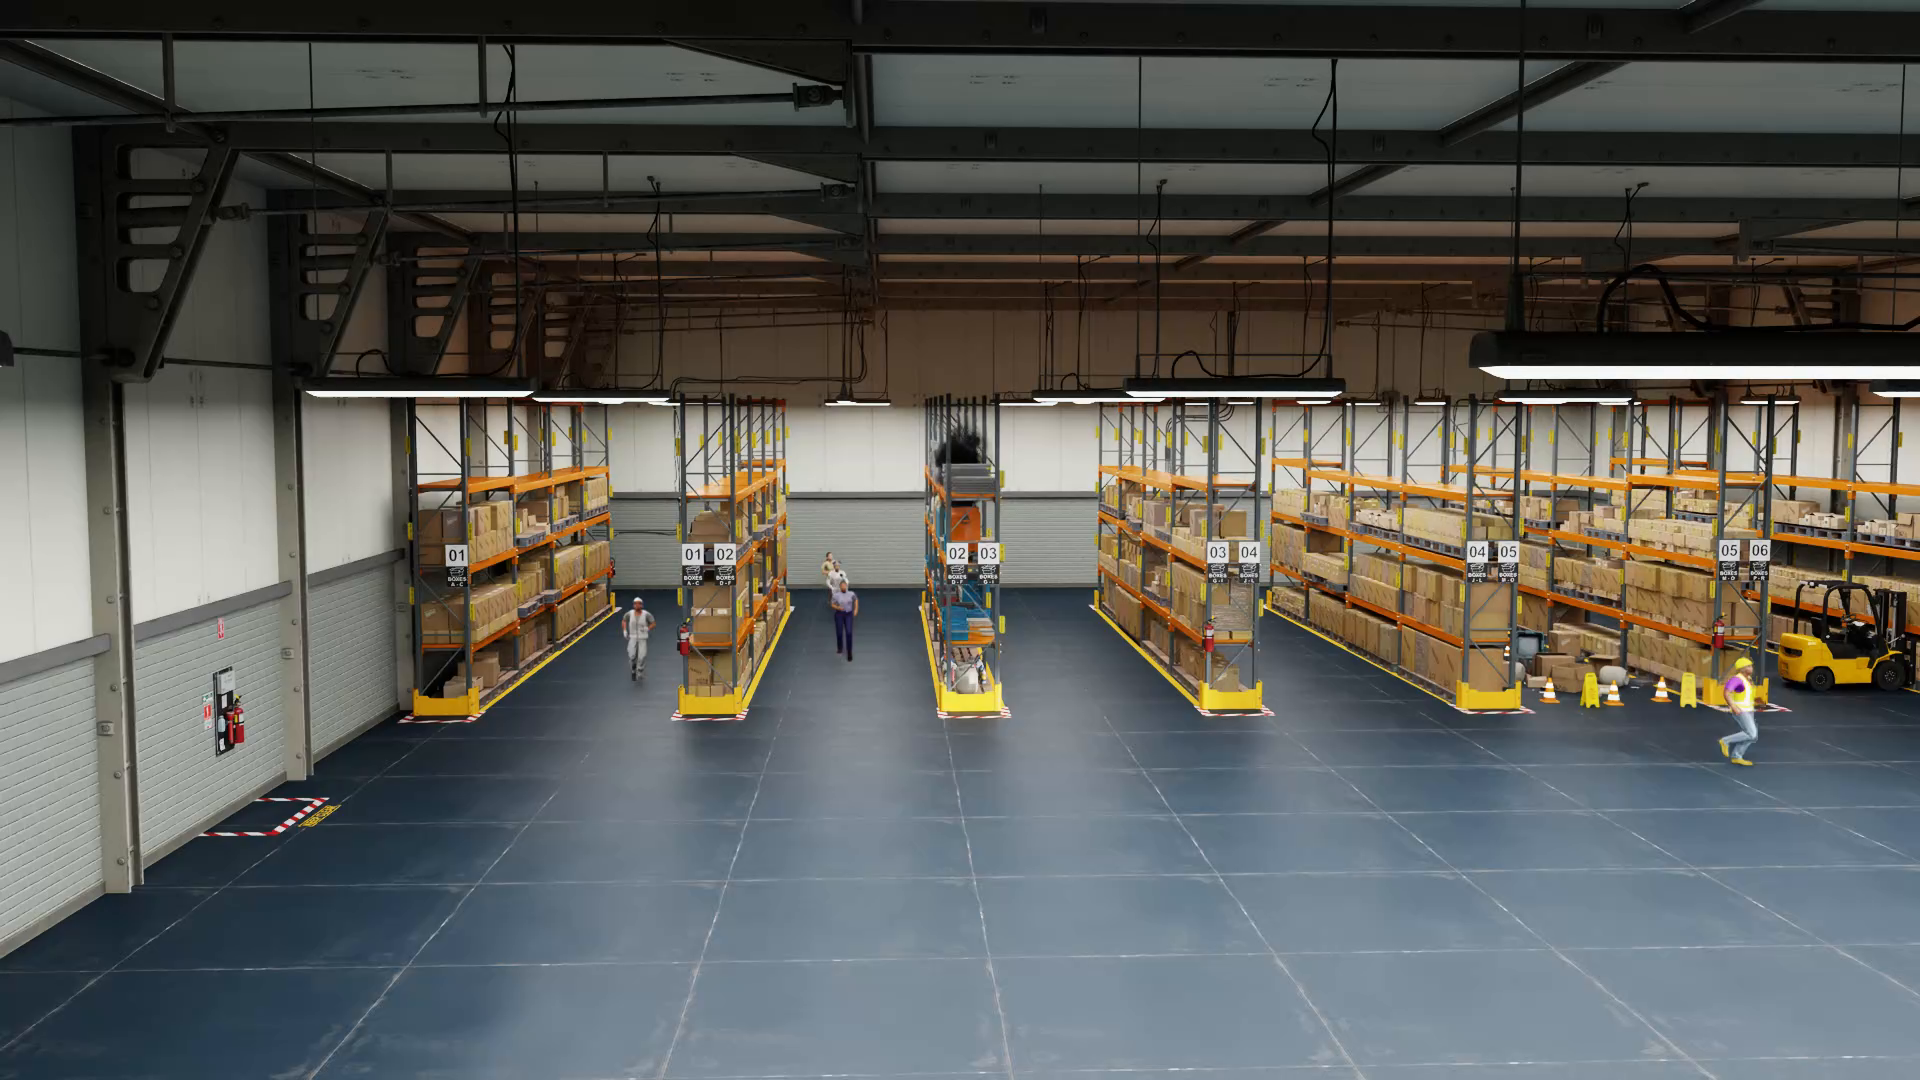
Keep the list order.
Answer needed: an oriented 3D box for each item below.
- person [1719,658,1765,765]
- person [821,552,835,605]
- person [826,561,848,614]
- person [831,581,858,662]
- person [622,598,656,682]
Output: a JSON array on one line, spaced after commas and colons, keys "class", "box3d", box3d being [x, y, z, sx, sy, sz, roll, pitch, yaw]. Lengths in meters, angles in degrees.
[{"class": "person", "box3d": [12.574, 2.753, 26.733, 0.594, 1.727, 0.730, 4, 6, 43]}, {"class": "person", "box3d": [-3.693, 1.164, 47.364, 0.609, 1.650, 0.917, -3, 5, -31]}, {"class": "person", "box3d": [-3.311, 1.371, 44.868, 0.590, 1.646, 0.584, -1, 5, -10]}, {"class": "person", "box3d": [-2.544, 1.777, 36.634, 0.617, 1.779, 0.702, -1, 5, -8]}, {"class": "person", "box3d": [-6.718, 2.085, 34.763, 0.719, 1.767, 0.590, 0, 5, -4]}]
